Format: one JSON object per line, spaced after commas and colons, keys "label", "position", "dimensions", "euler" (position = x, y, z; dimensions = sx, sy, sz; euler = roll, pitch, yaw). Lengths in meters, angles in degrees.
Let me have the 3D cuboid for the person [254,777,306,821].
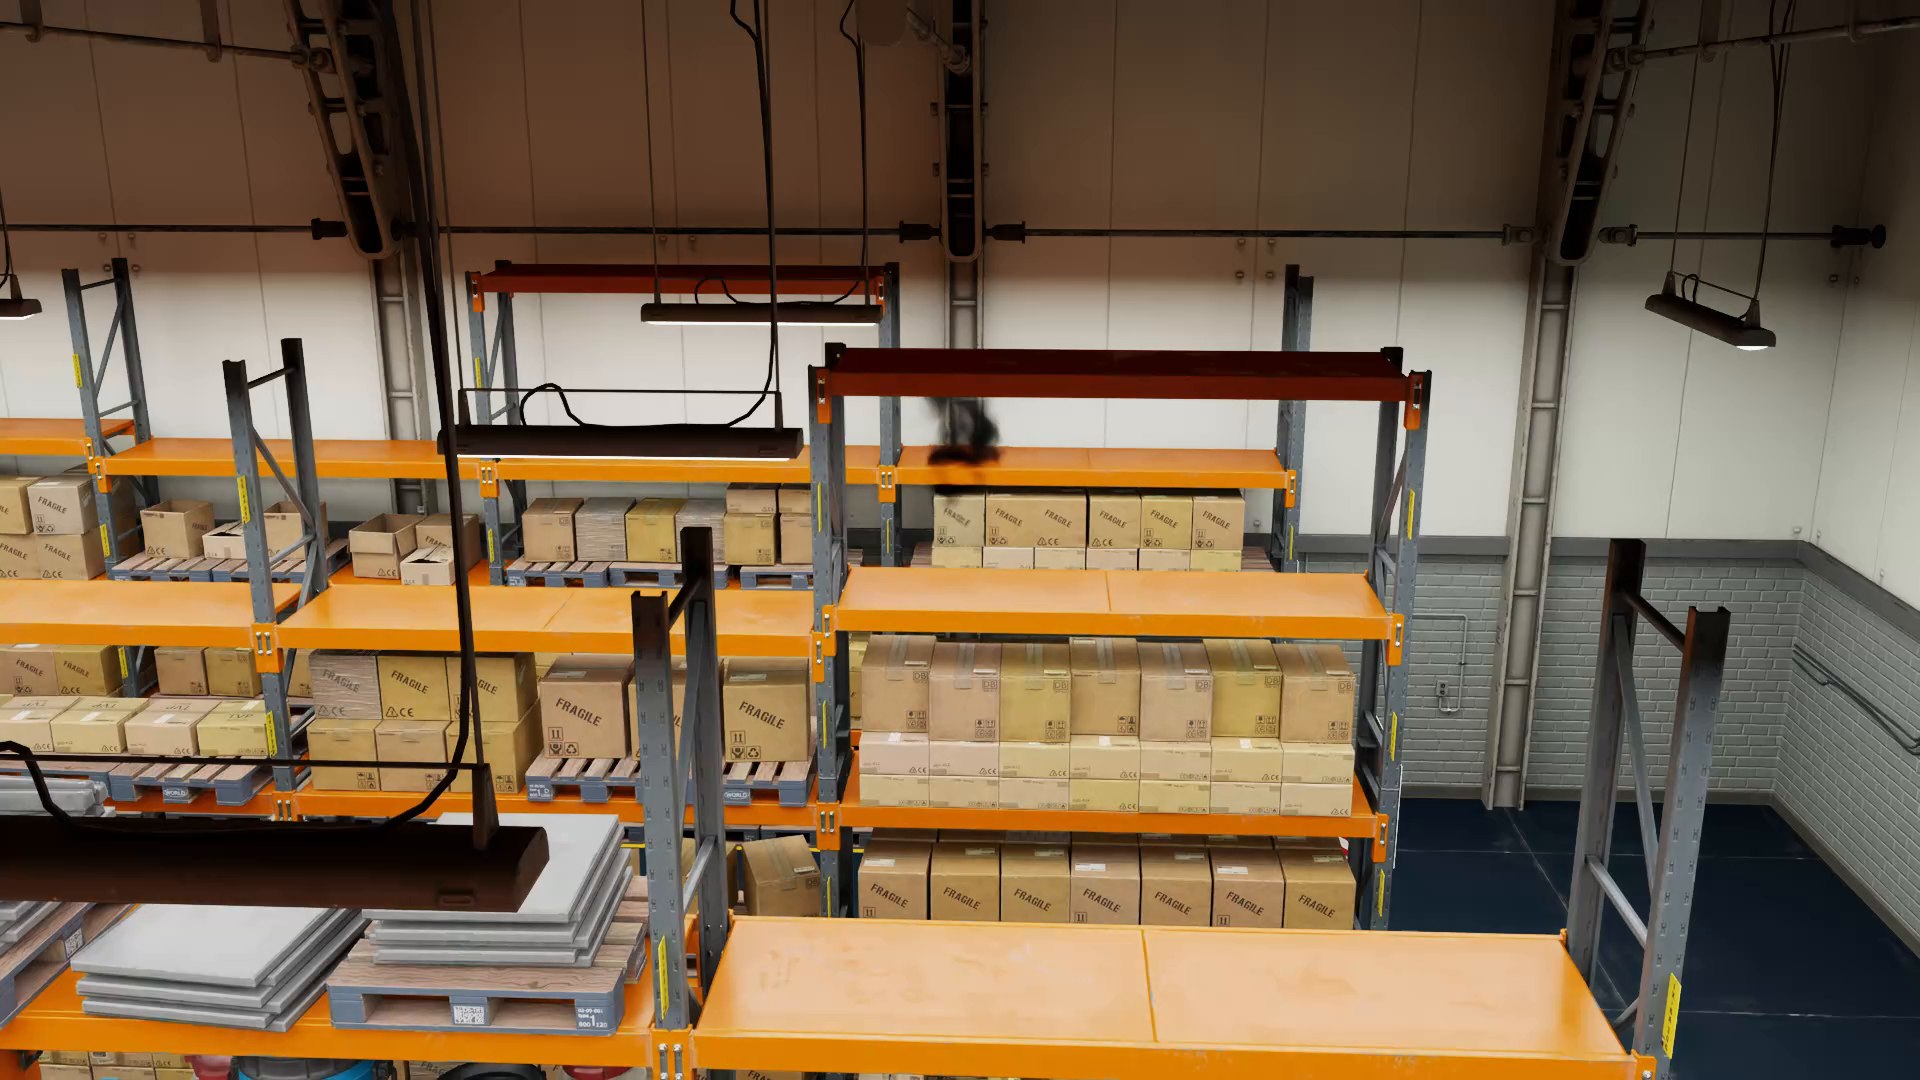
{"label": "person", "position": [-6.190, 2.966, 15.232], "dimensions": [0.667, 1.803, 0.657], "euler": [-3, 16, -9]}
